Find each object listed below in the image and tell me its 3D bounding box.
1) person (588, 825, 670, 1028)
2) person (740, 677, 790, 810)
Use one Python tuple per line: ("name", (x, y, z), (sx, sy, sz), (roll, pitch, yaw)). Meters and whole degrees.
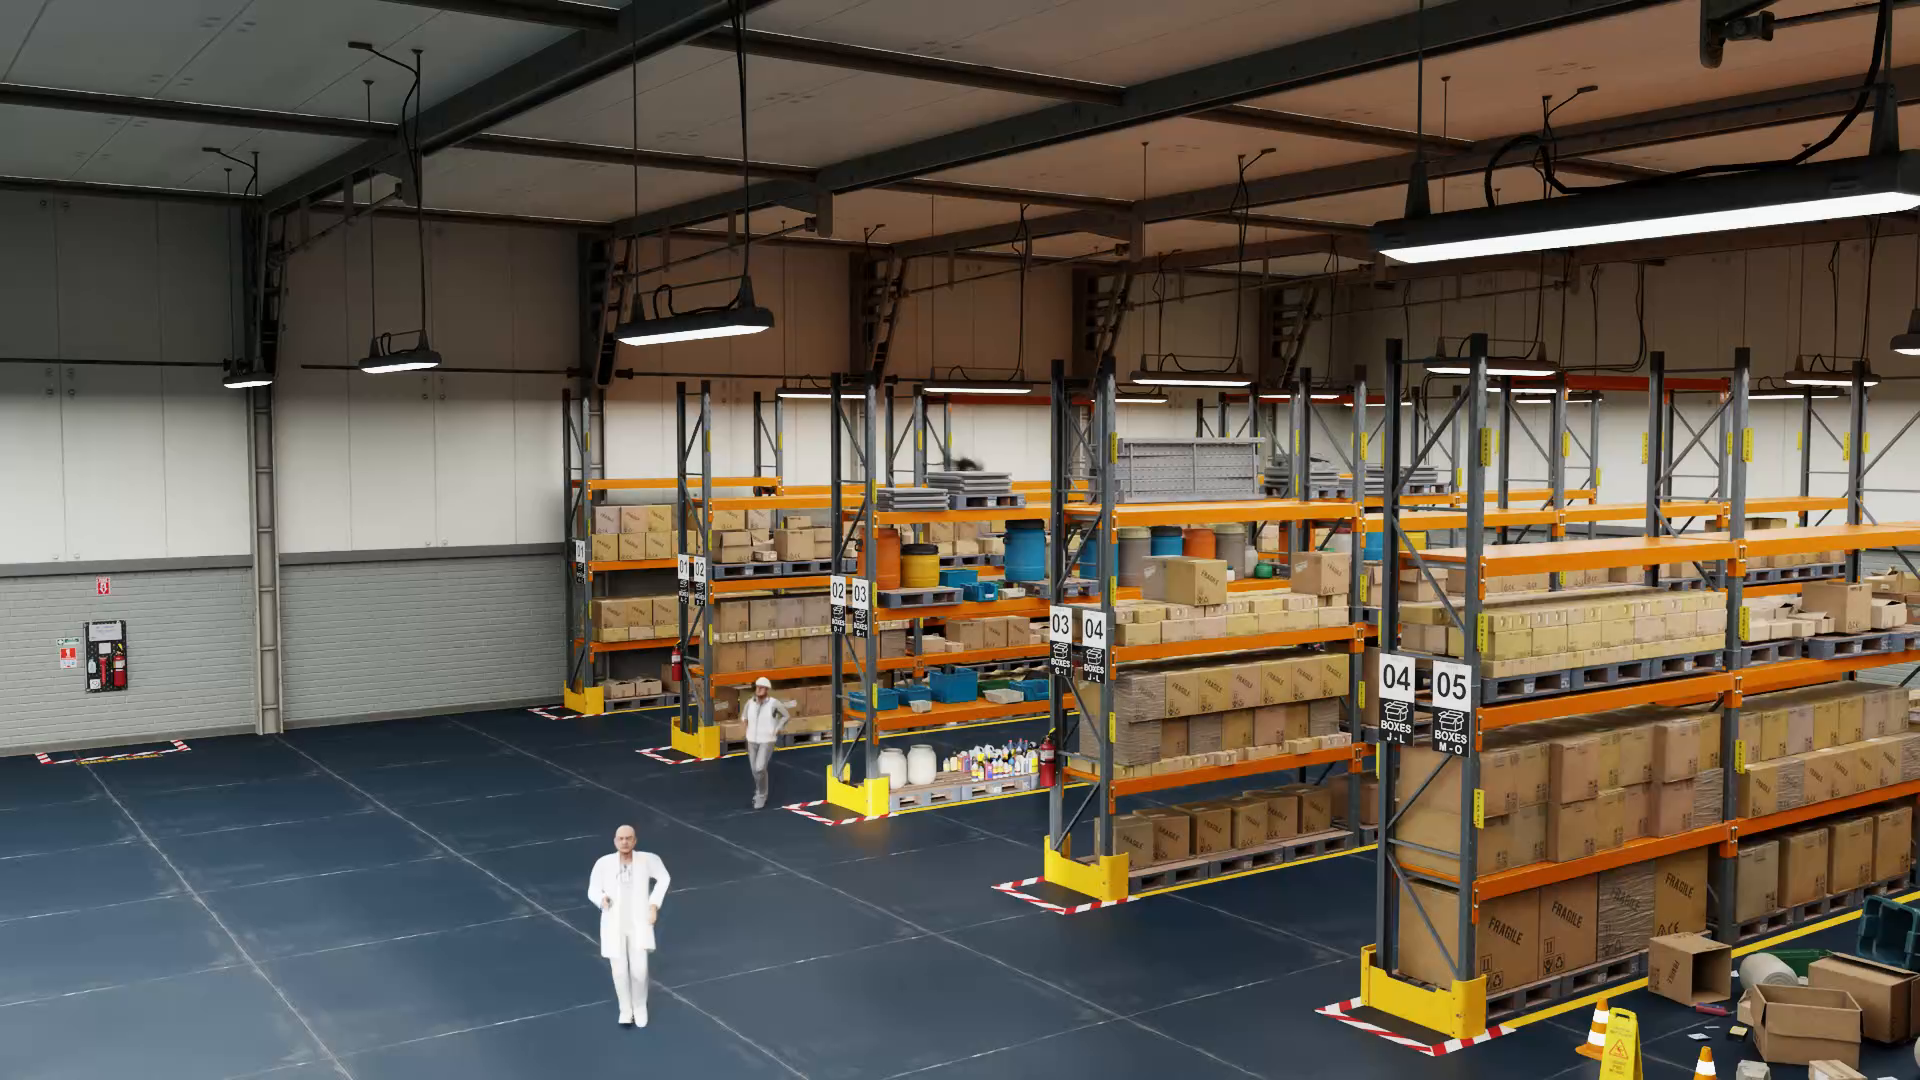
("person", (-2.873, 3.364, 14.380), (0.689, 1.772, 0.687), (0, 4, -6))
("person", (-2.750, 2.812, 23.034), (0.653, 1.828, 0.680), (2, 4, 23))
